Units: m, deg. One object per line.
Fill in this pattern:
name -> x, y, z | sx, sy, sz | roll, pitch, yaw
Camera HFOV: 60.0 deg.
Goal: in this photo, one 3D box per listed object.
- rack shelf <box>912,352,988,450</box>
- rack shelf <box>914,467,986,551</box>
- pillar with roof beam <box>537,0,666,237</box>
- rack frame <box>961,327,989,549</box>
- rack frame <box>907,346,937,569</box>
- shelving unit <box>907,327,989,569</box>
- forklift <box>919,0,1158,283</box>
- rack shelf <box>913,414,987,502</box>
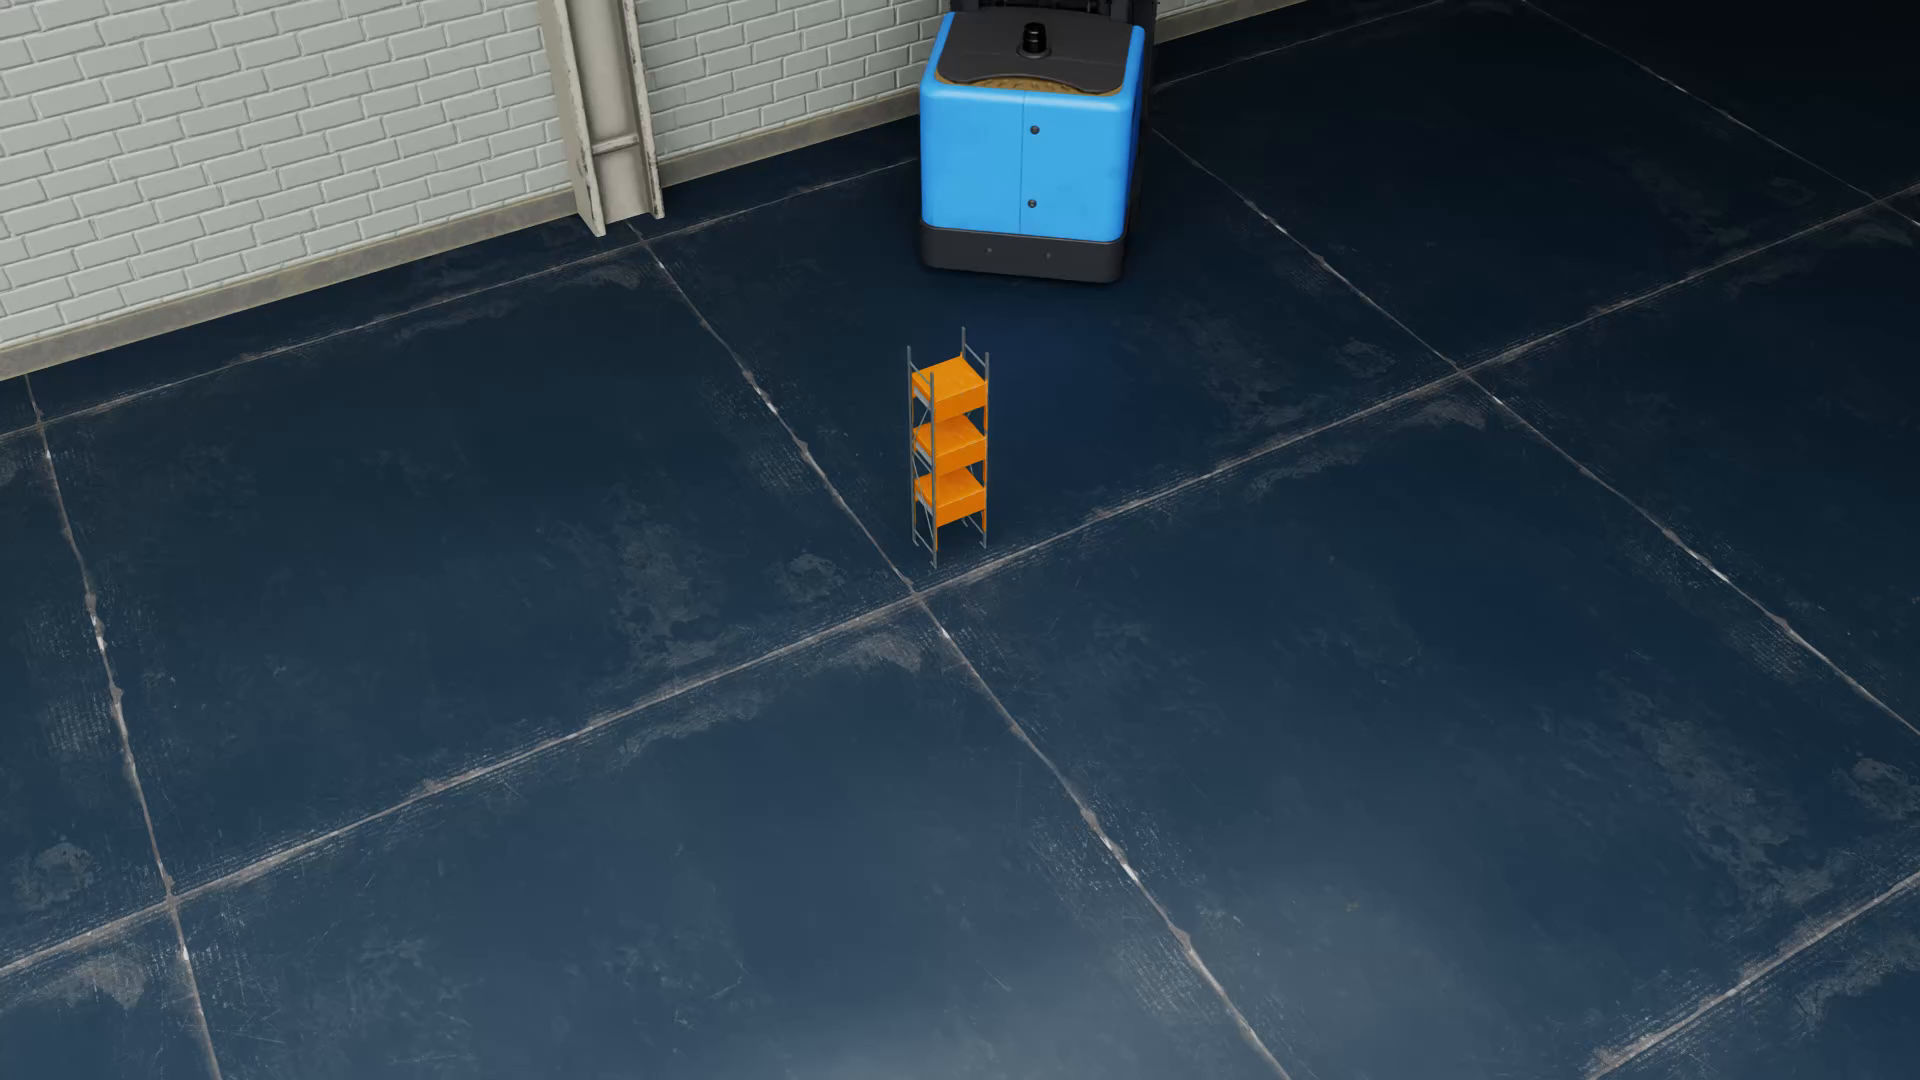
rack shelf -> -0.046, -0.554, 6.604 | 0.240, 0.259, 0.215 | -22, 48, -21
rack shelf -> -0.046, -0.151, 6.996 | 0.240, 0.259, 0.215 | -22, 48, -21
pillar with roof beam -> 0.308, -2.401, 3.192 | 0.400, 9.000, 9.100 | -22, 48, -21
rack frame -> 0.059, -0.400, 6.838 | 0.008, 1.050, 0.200 | -22, 48, -21
rack frame -> -0.152, -0.316, 6.751 | 0.008, 1.050, 0.200 | -22, 48, -21
shelving unit -> -0.046, -0.358, 6.795 | 0.252, 1.050, 0.215 | -22, 48, -21
forklift -> 0.532, -3.388, 8.566 | 1.130, 2.935, 3.031 | 6, 44, 6
rack shelf -> -0.046, -0.351, 6.802 | 0.240, 0.259, 0.215 | -22, 48, -21
